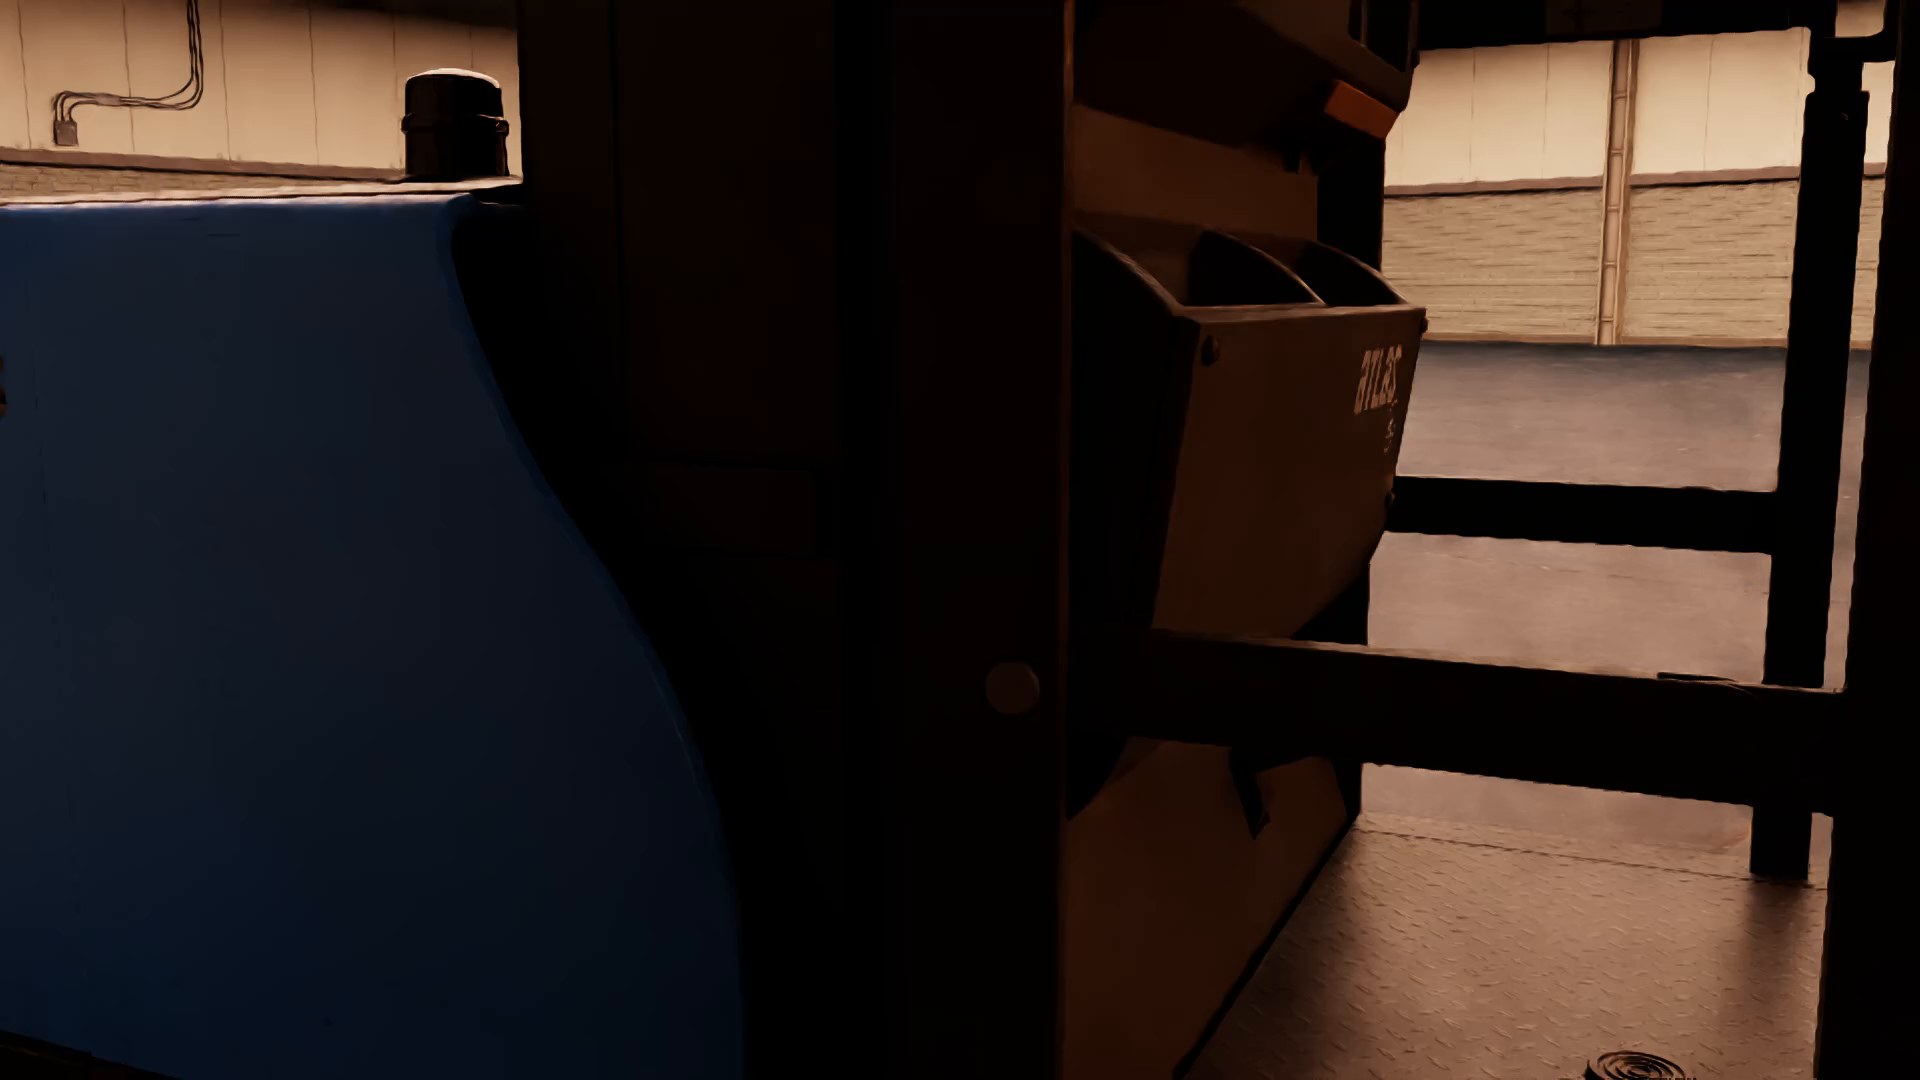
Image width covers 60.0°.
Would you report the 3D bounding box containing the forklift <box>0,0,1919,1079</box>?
[{"bbox_3d":[0.464,-0.673,1.339,3.031,2.935,1.130,4,9,24],"label":"forklift"}]
